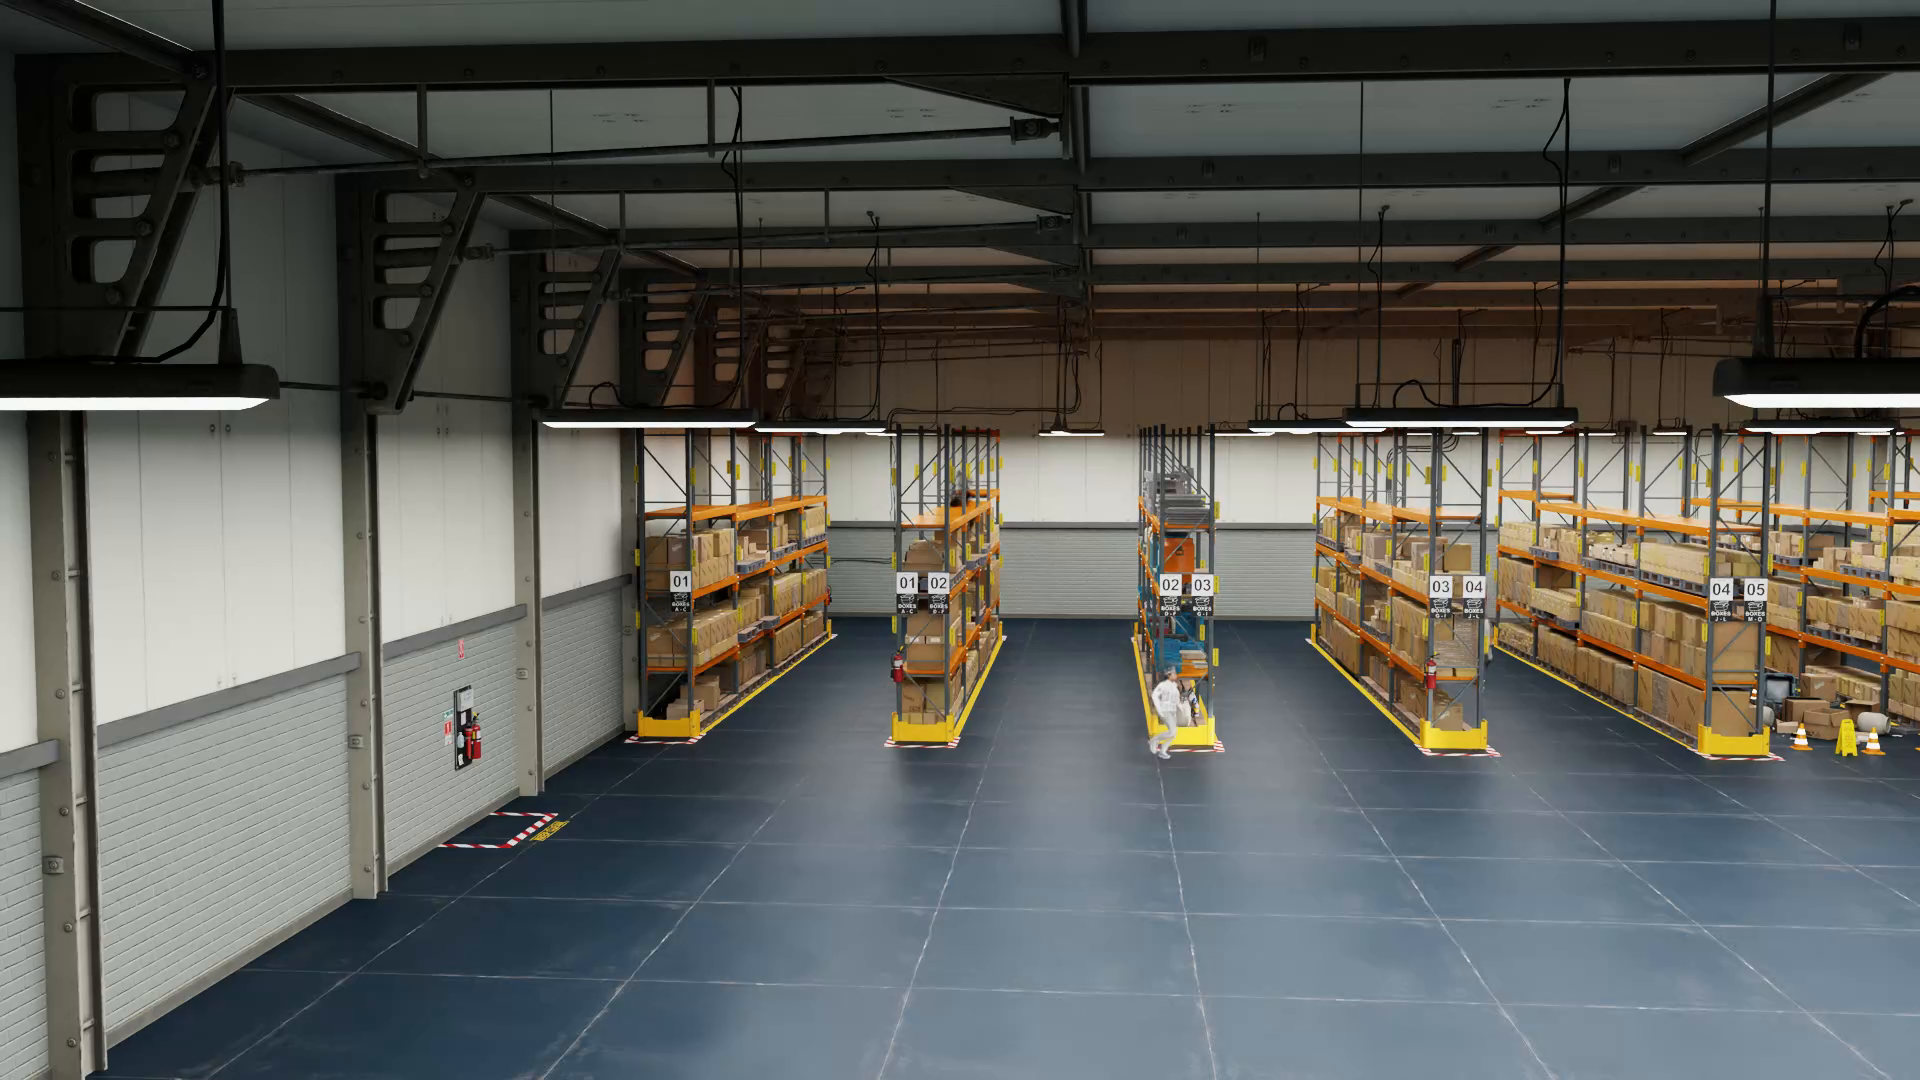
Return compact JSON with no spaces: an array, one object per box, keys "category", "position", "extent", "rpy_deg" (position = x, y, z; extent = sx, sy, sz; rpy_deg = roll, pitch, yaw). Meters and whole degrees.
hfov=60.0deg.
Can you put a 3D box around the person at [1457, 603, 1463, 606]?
[{"category":"person","position":[14.246,2.041,47.212],"extent":[0.609,1.635,0.805],"rpy_deg":[-2,4,-26]}]

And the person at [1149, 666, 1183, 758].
[{"category":"person","position":[3.759,3.085,29.935],"extent":[0.505,1.631,0.650],"rpy_deg":[3,4,39]}]

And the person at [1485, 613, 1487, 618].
[{"category":"person","position":[13.343,2.301,43.050],"extent":[0.576,1.647,0.659],"rpy_deg":[1,4,14]}]

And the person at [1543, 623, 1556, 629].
[{"category":"person","position":[16.599,2.048,46.767],"extent":[0.617,1.636,0.692],"rpy_deg":[-2,4,-35]}]

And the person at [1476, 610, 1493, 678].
[{"category":"person","position":[12.374,2.440,39.442],"extent":[0.711,1.742,0.583],"rpy_deg":[0,3,-6]}]
